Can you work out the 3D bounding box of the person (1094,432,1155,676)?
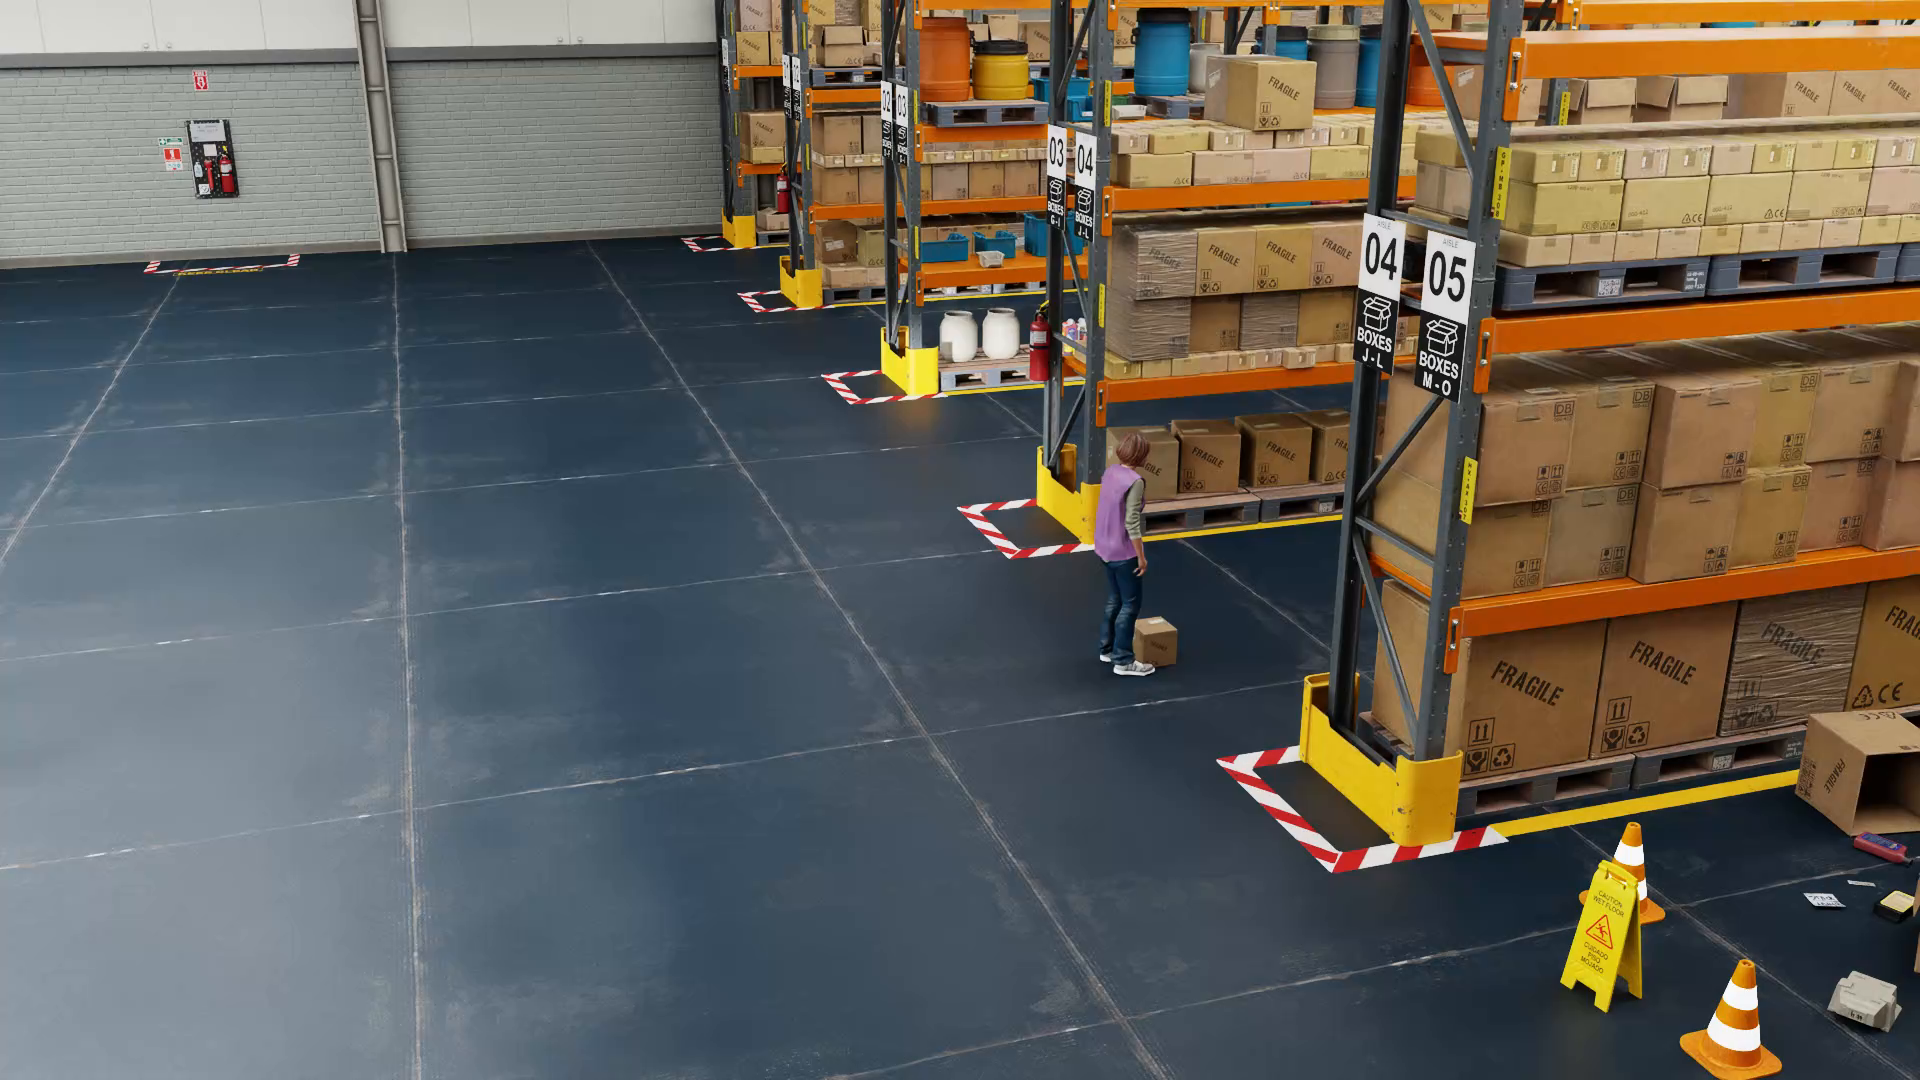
[{"bbox_3d":[1.064,0.081,10.856,0.344,1.593,0.485,-8,21,-20],"label":"person"}]
